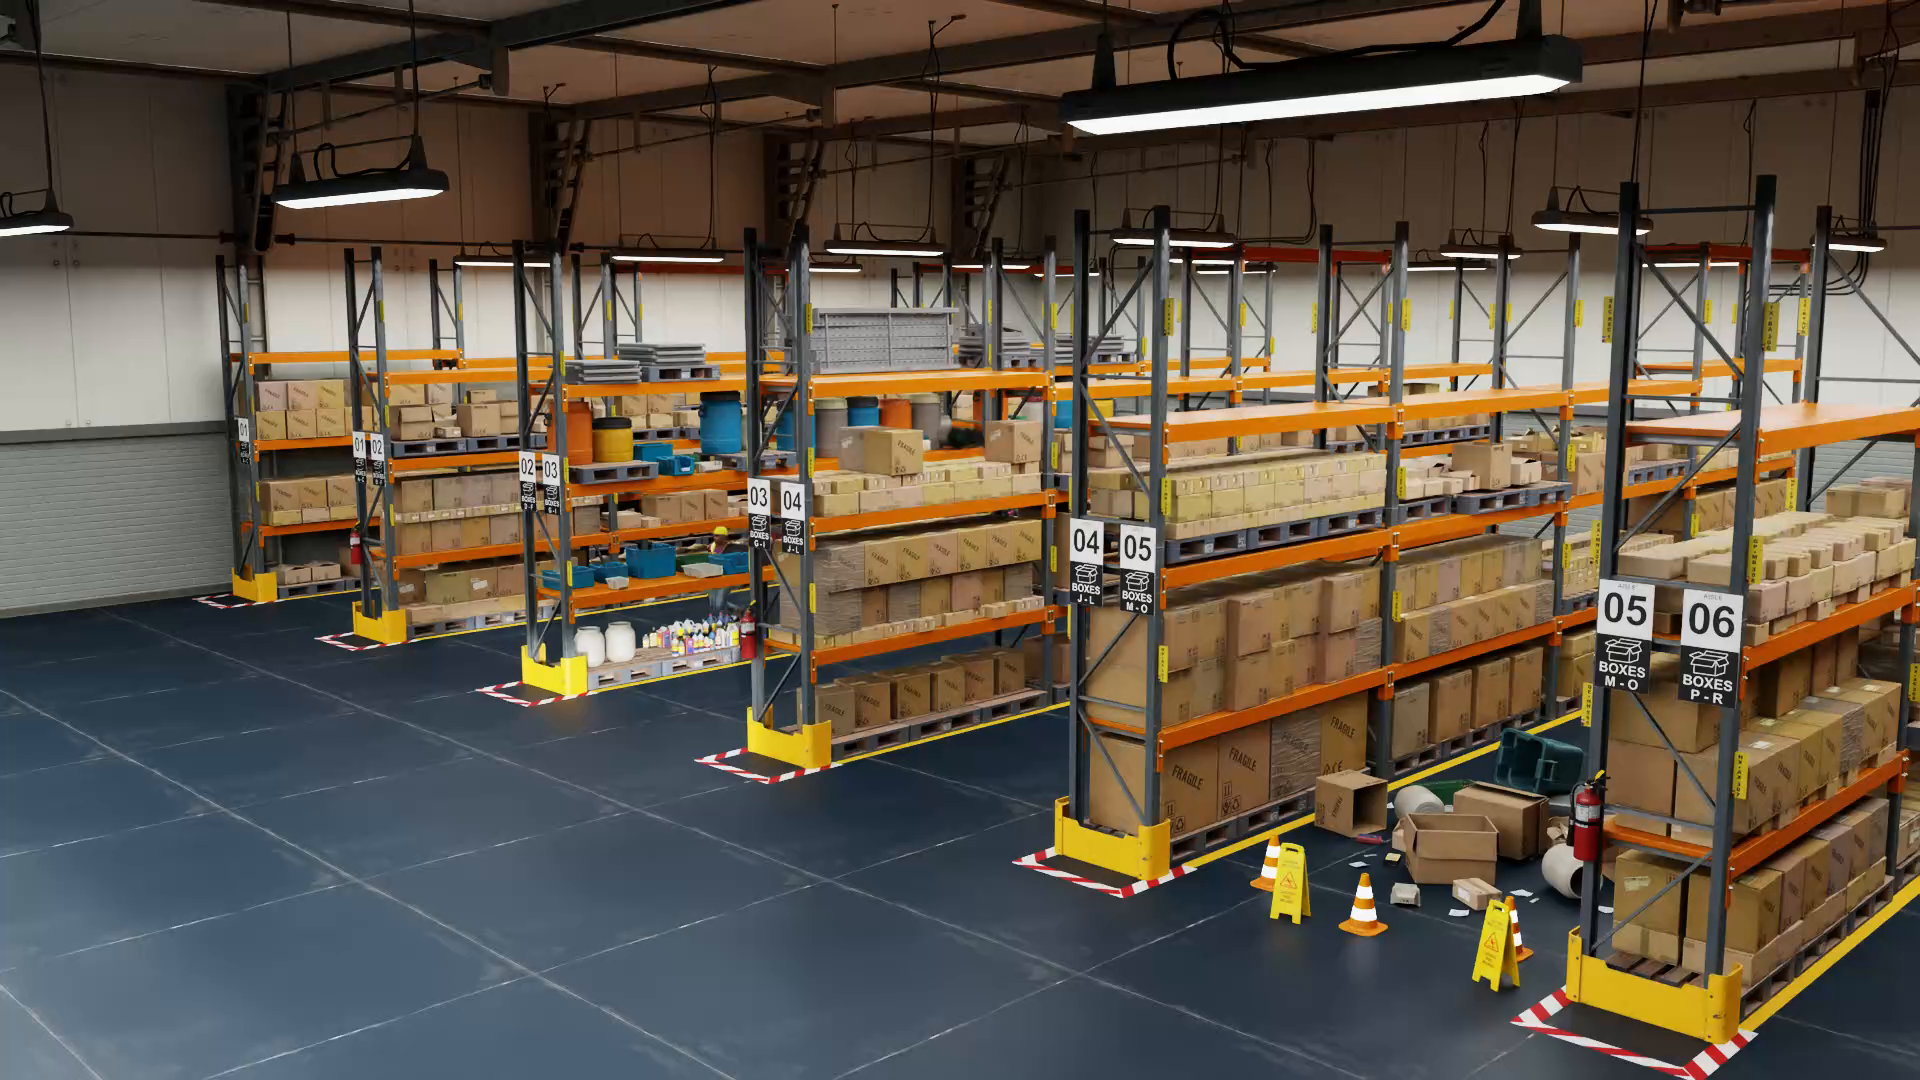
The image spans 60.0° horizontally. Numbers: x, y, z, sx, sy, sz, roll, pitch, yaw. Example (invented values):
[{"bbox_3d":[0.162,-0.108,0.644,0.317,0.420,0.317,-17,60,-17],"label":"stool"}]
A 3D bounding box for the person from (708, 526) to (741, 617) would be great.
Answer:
[{"bbox_3d":[-3.697,0.612,26.271,0.700,1.700,0.578,6,10,38],"label":"person"}]
